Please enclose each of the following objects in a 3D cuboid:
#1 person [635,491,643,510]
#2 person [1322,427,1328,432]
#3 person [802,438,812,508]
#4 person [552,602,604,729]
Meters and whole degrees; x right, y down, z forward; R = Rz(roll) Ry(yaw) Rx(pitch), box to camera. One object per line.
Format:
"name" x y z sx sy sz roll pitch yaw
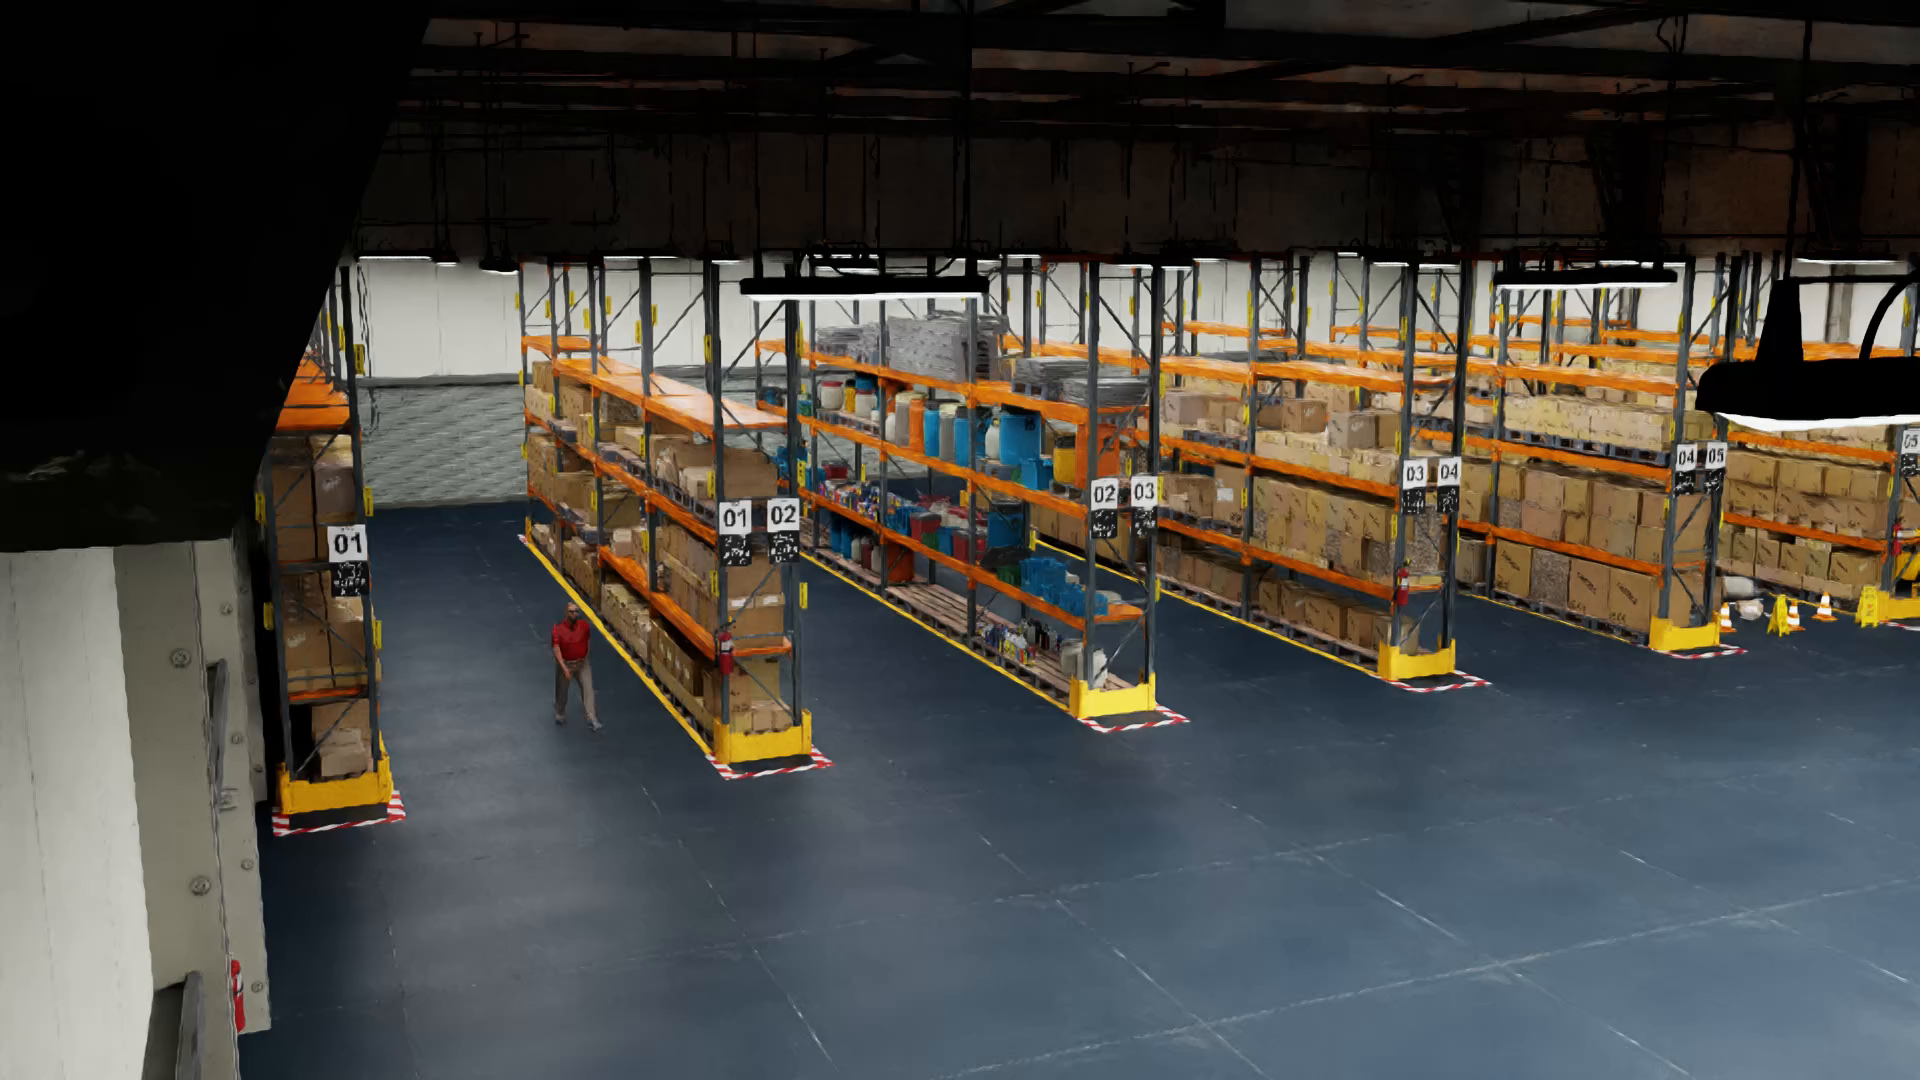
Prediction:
"person" -7.730 -1.587 38.826 0.622 1.767 0.615 6 12 32
"person" 8.804 -1.861 40.309 0.582 1.767 0.750 -4 11 -20
"person" -3.737 -1.554 38.923 0.443 1.669 0.645 3 11 17
"person" -5.016 1.611 21.536 0.536 1.658 1.036 -6 12 -30
